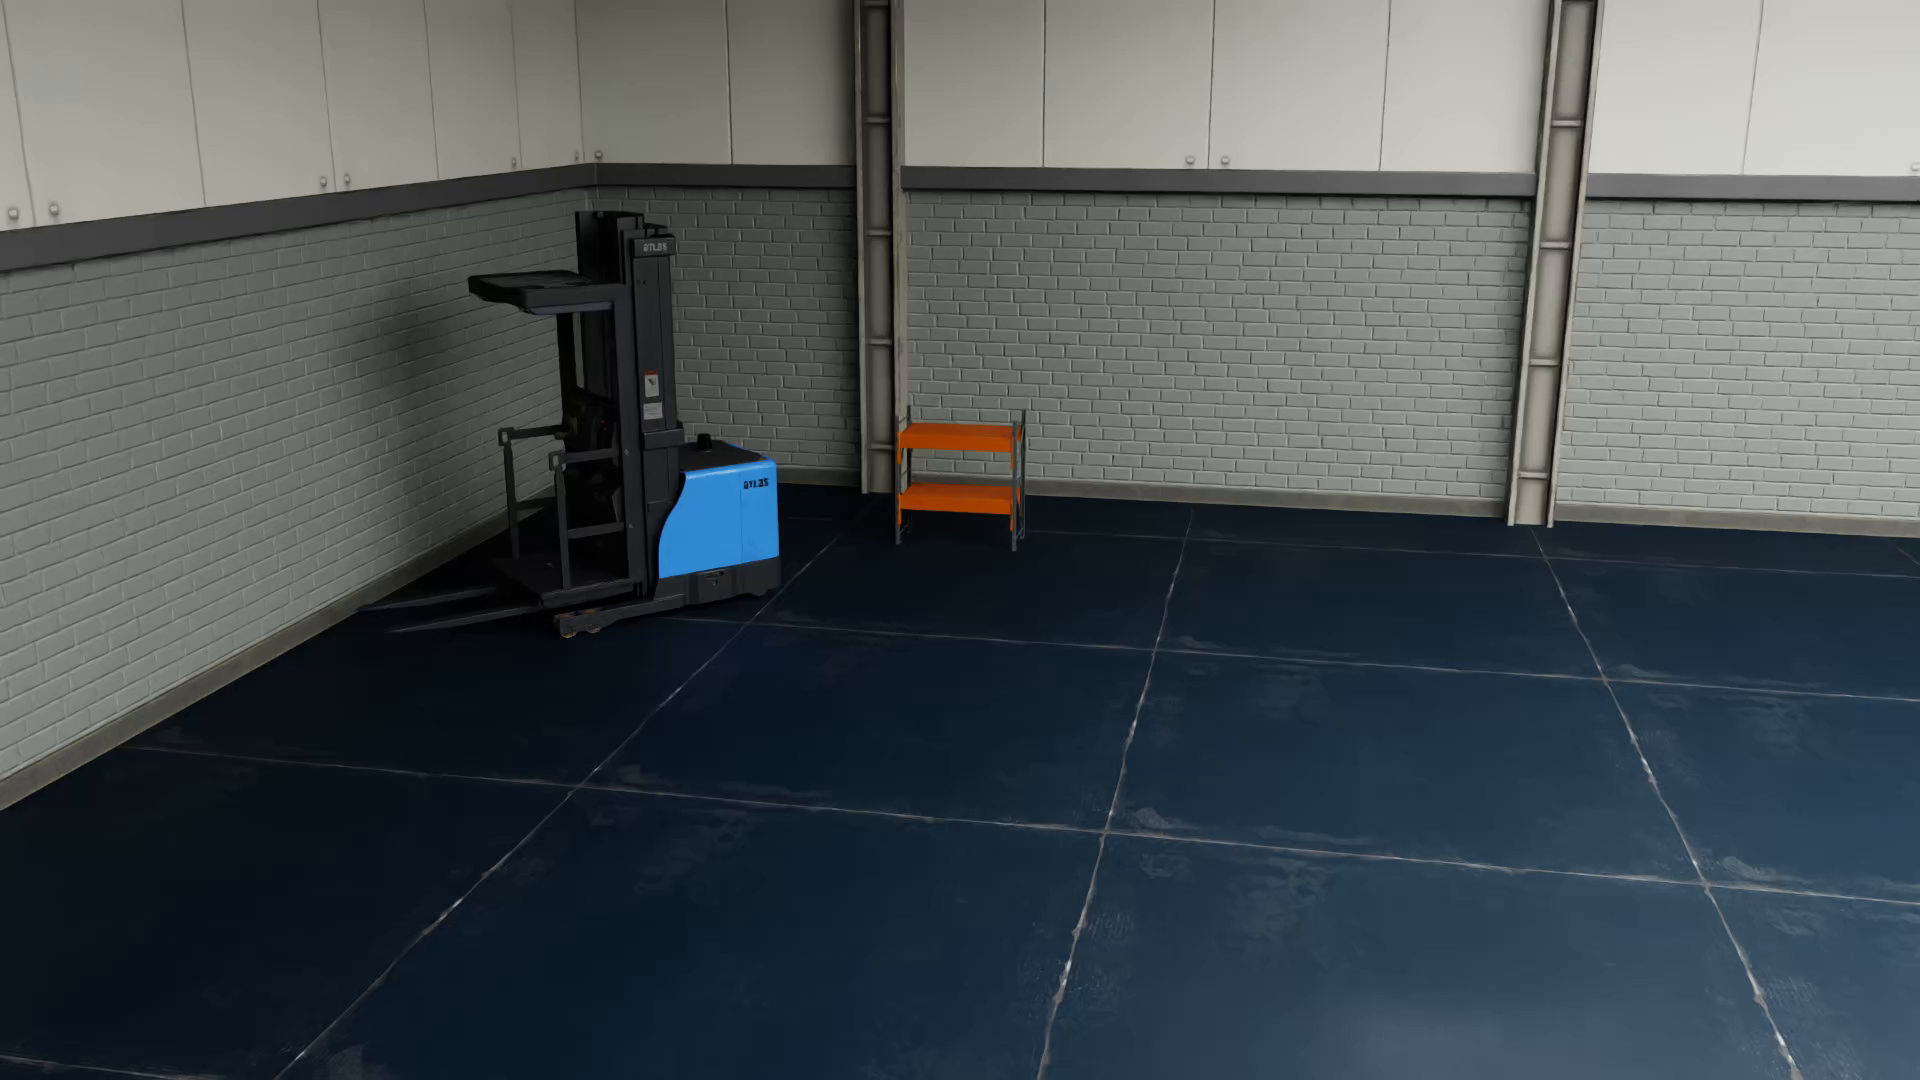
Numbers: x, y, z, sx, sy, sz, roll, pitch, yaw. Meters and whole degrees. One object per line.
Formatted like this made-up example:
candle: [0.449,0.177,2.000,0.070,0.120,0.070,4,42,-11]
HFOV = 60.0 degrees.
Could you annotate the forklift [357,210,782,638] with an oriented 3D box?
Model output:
forklift: [-2.887,-0.869,12.140,3.031,2.935,1.130,-11,19,-34]

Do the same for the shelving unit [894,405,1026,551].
shelving unit: [0.007,-0.542,14.341,1.048,1.125,0.538,3,16,11]

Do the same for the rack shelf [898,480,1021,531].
rack shelf: [0.007,-0.306,14.406,1.000,0.278,0.538,3,16,11]

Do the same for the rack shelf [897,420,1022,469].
rack shelf: [0.007,-0.824,14.262,1.000,0.278,0.538,3,16,11]

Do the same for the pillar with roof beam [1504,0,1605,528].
pillar with roof beam: [4.289,-3.370,9.802,0.400,9.000,9.100,3,16,11]

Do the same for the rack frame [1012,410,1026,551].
rack frame: [0.505,-0.515,14.243,0.032,1.125,0.500,3,16,11]

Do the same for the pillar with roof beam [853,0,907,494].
pillar with roof beam: [-1.591,-3.689,10.954,0.400,9.000,9.100,3,16,11]

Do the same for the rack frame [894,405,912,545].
rack frame: [-0.492,-0.569,14.438,0.032,1.125,0.500,3,16,11]
